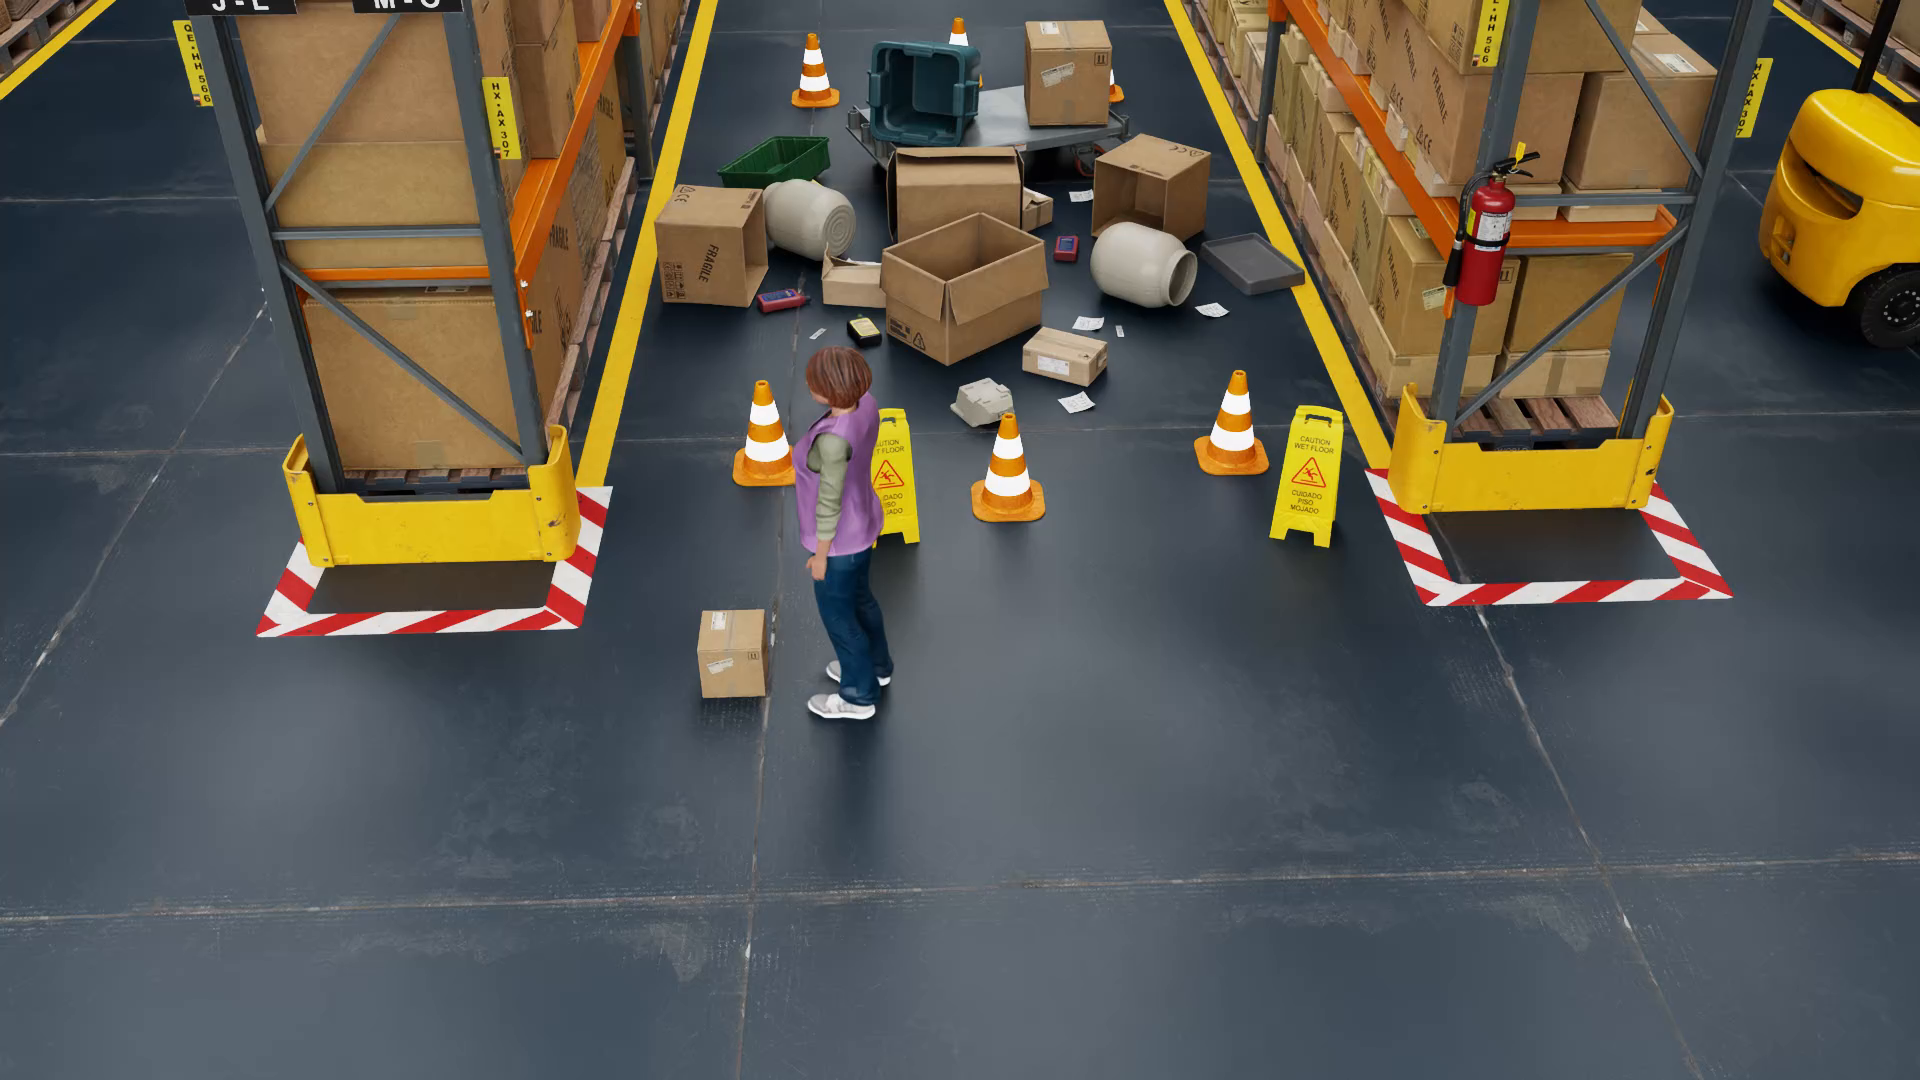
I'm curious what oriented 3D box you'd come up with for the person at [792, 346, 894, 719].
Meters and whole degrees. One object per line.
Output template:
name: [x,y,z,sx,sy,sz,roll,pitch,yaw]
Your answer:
person: [-0.439,-0.013,6.174,0.307,1.600,0.404,9,37,13]
